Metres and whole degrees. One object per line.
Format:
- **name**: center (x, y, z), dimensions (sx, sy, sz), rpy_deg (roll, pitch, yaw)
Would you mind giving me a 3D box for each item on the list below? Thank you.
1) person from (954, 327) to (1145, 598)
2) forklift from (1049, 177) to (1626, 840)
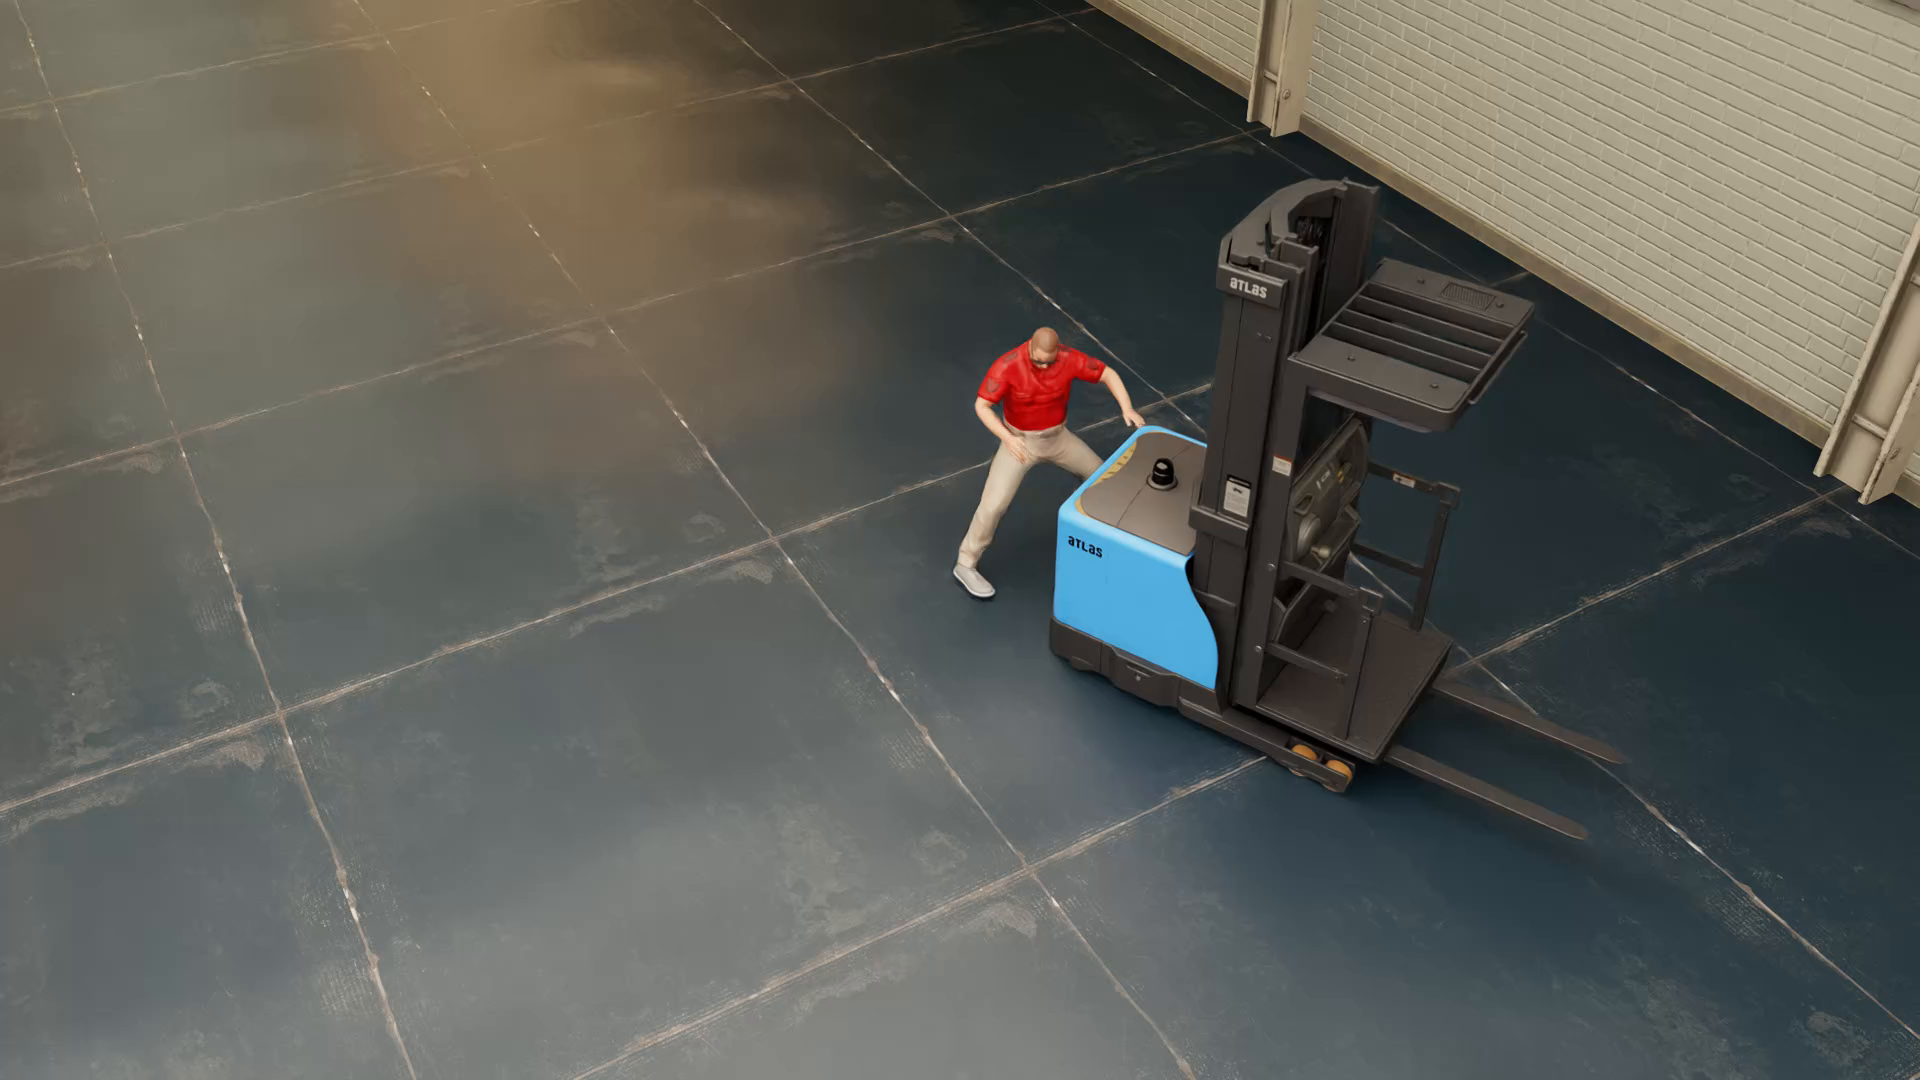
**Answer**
- **person**: center (0.559, -0.571, 9.823), dimensions (1.316, 1.523, 0.841), rpy_deg (-10, 41, -11)
- **forklift**: center (2.017, -0.195, 8.272), dimensions (3.031, 2.935, 1.130), rpy_deg (23, 45, 26)
